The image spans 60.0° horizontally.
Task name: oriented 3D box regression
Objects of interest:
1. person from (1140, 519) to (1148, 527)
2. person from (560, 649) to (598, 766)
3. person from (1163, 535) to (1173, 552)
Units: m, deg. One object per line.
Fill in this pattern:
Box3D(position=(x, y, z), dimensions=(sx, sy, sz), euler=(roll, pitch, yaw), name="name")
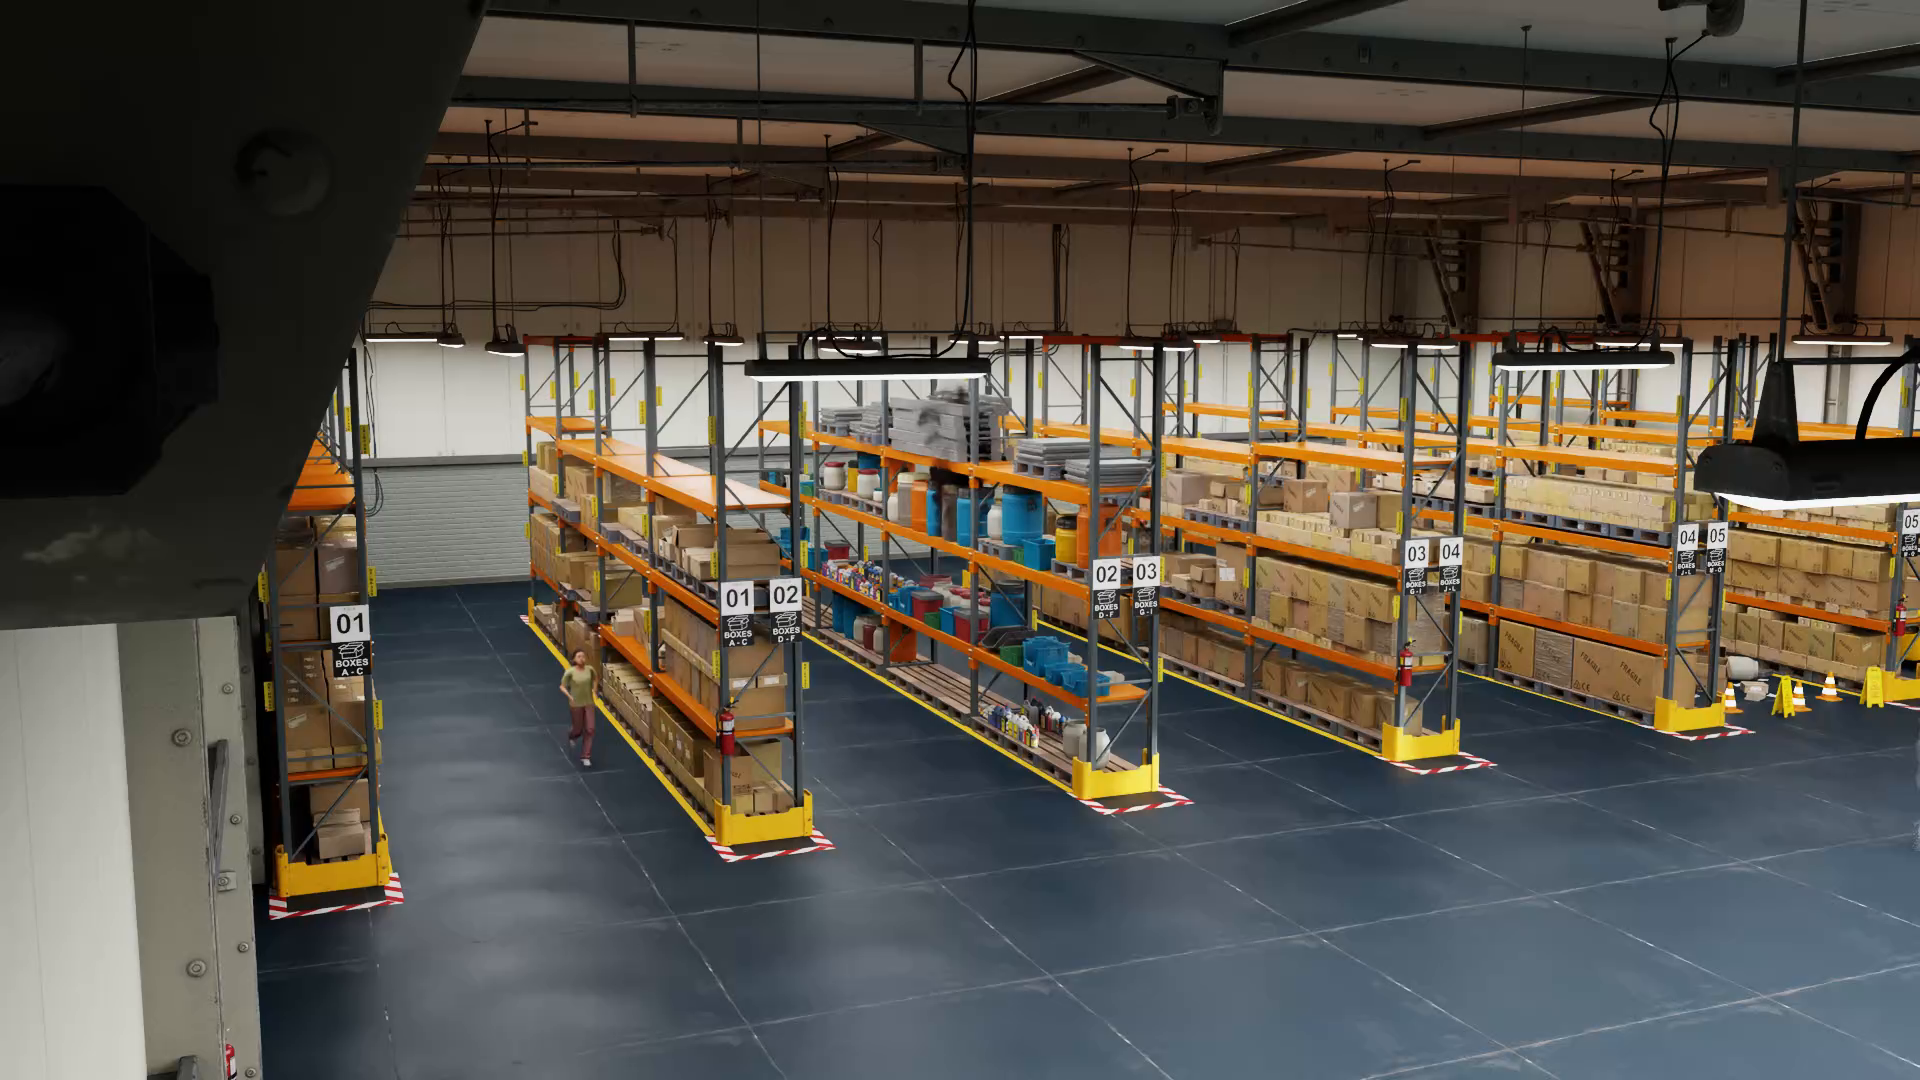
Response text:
Box3D(position=(4.186, 0.371, 38.364), dimensions=(0.678, 1.755, 0.852), euler=(-3, 8, -18), name="person")
Box3D(position=(-5.438, 2.365, 23.866), dimensions=(0.579, 1.654, 0.791), euler=(-4, 9, -28), name="person")
Box3D(position=(5.149, -0.110, 41.809), dimensions=(1.024, 1.741, 0.665), euler=(-3, 8, -19), name="person")
